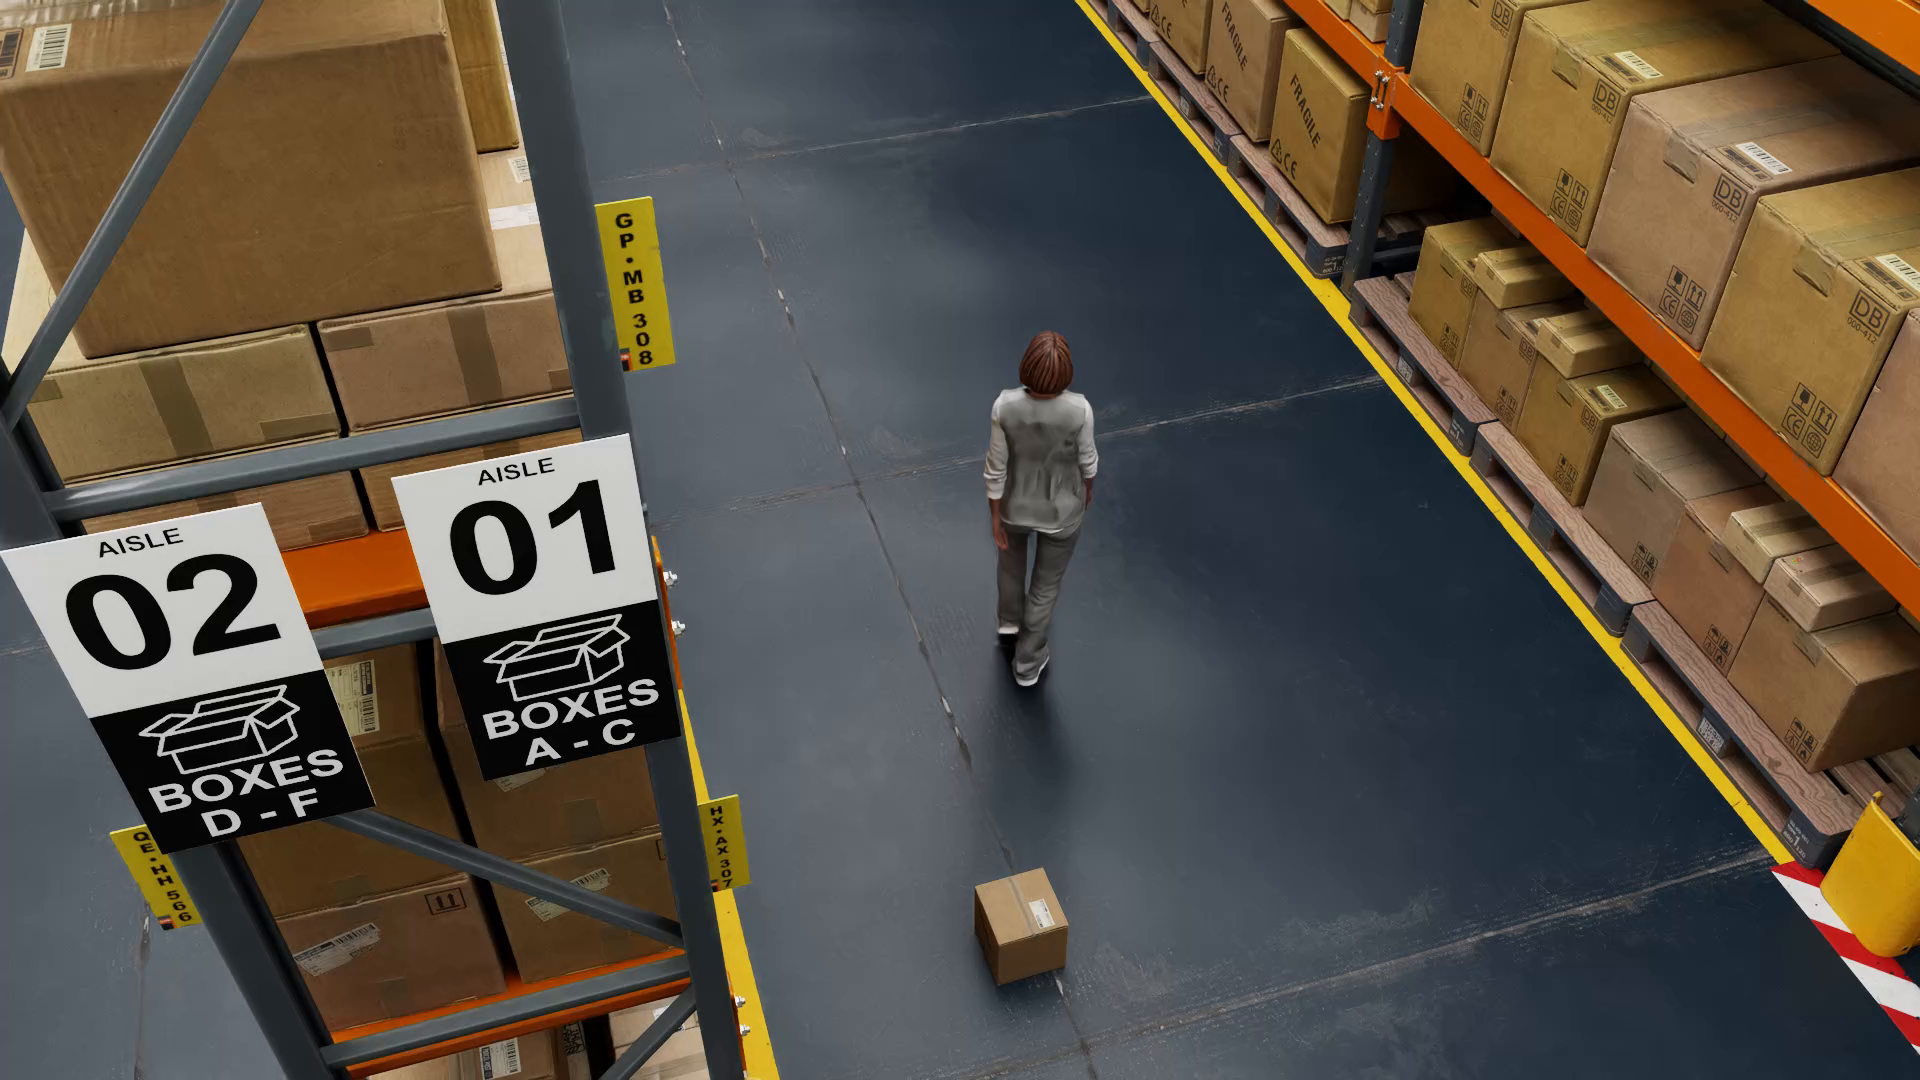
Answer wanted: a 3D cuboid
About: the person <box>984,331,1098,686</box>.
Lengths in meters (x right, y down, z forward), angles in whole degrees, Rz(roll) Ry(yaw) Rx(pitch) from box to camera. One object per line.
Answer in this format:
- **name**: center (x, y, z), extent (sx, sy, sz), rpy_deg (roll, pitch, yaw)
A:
- **person**: center (0.300, -0.105, 6.283), extent (0.405, 1.636, 0.482), rpy_deg (7, 43, 8)
